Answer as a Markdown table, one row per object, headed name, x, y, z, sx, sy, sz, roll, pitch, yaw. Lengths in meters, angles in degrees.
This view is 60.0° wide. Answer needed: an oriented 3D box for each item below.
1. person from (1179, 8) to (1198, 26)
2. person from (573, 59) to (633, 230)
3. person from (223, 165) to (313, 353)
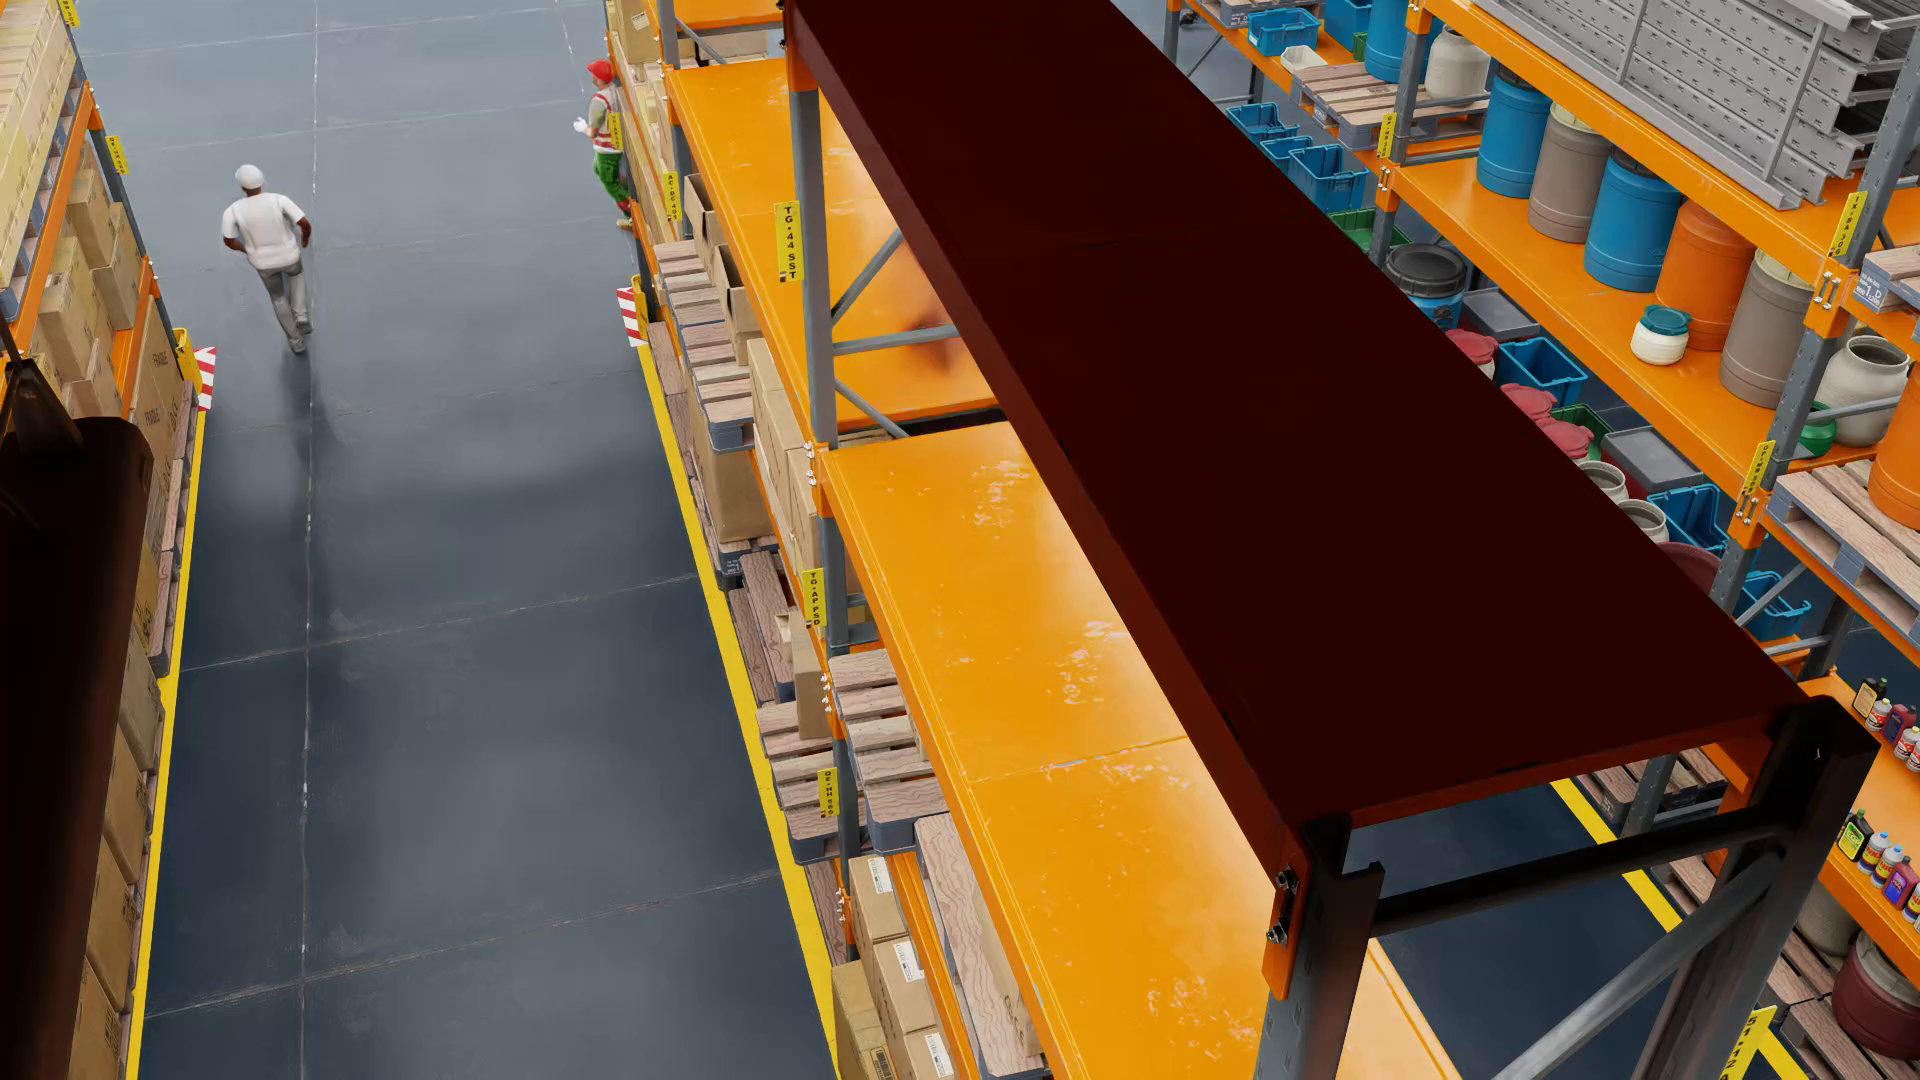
| name | x | y | z | sx | sy | sz | roll | pitch | yaw |
| --- | --- | --- | --- | --- | --- | --- | --- | --- | --- |
| person | 3.126 | -7.119 | 20.389 | 0.970 | 1.707 | 0.656 | 2 | 38 | 2 |
| person | -3.457 | -3.887 | 16.304 | 0.615 | 1.745 | 0.652 | 13 | 40 | 16 |
| person | -6.016 | -2.513 | 14.599 | 0.724 | 1.726 | 0.580 | -14 | 40 | -17 |
